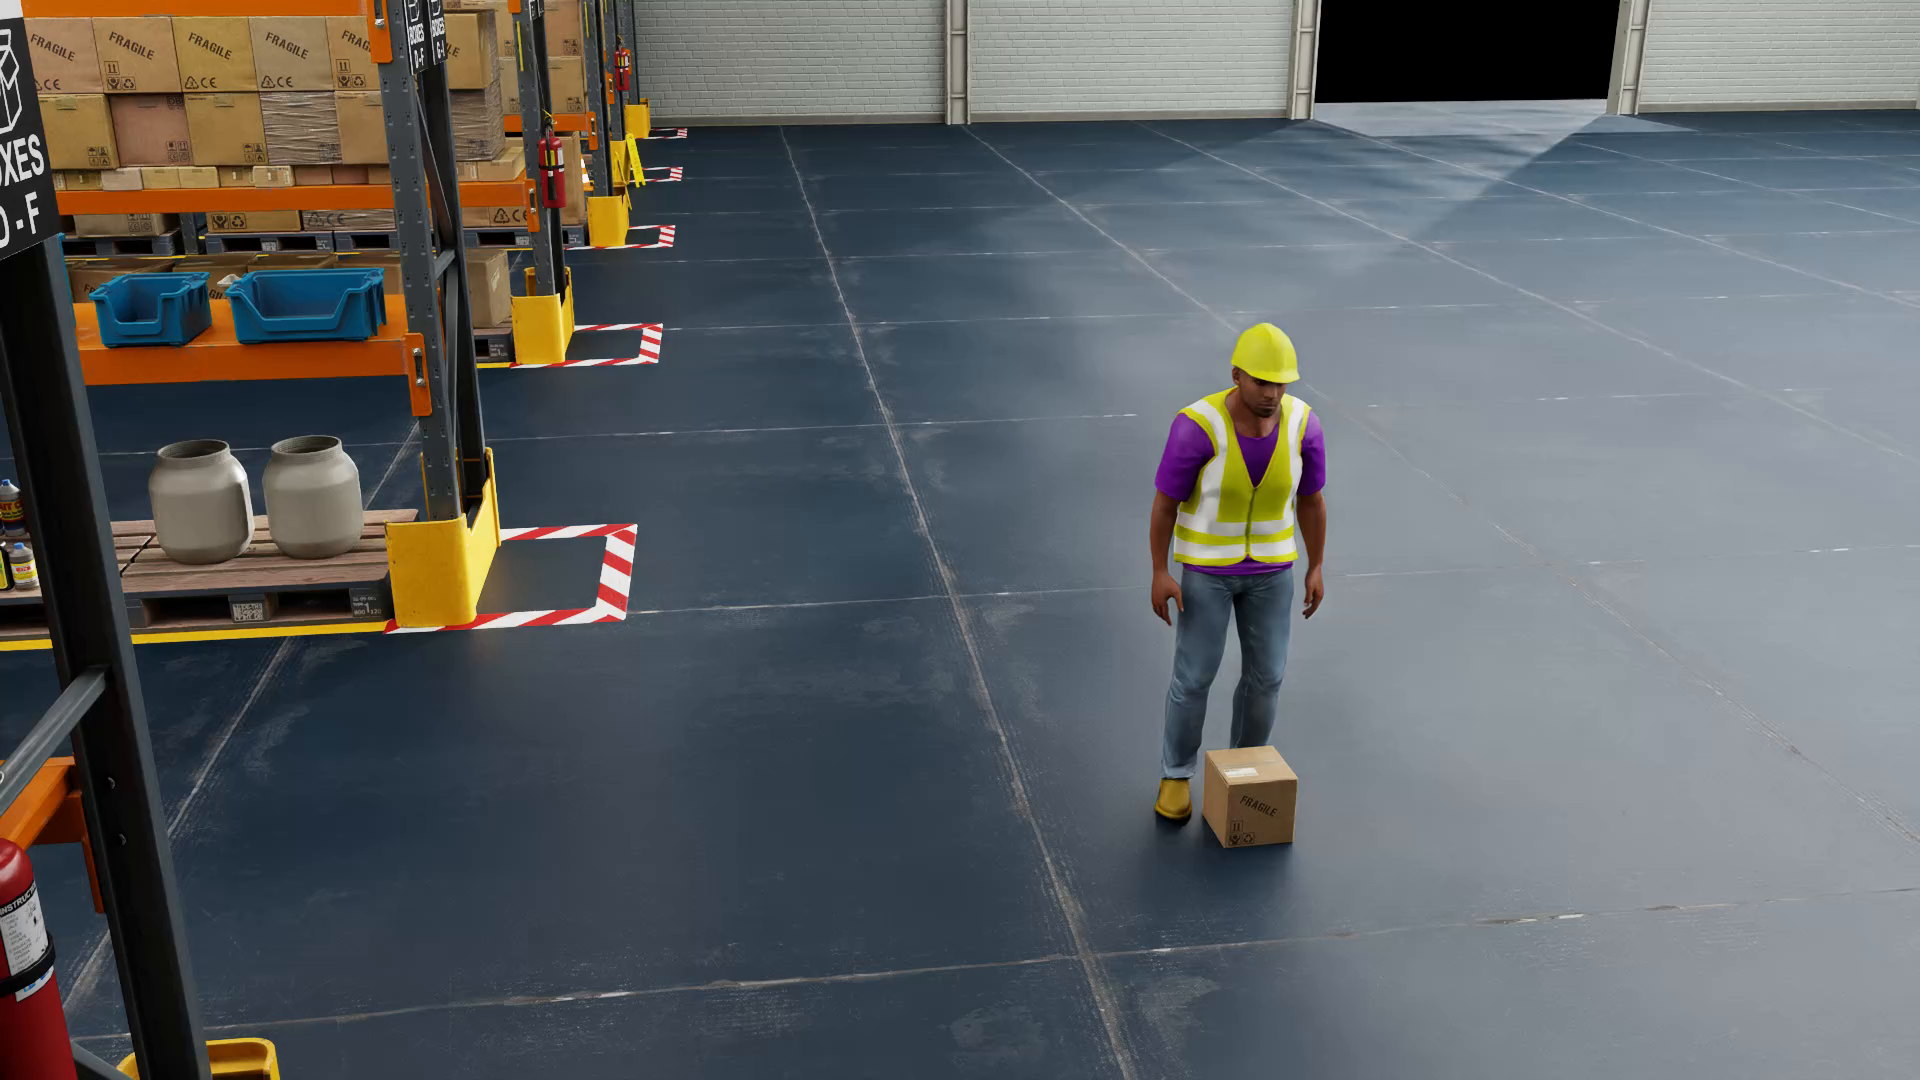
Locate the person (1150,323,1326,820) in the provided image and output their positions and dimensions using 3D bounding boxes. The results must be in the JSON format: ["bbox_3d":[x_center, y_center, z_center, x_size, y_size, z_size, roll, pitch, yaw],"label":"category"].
[{"bbox_3d":[0.963,0.110,5.743,0.628,1.761,0.461,-3,20,-8],"label":"person"}]
